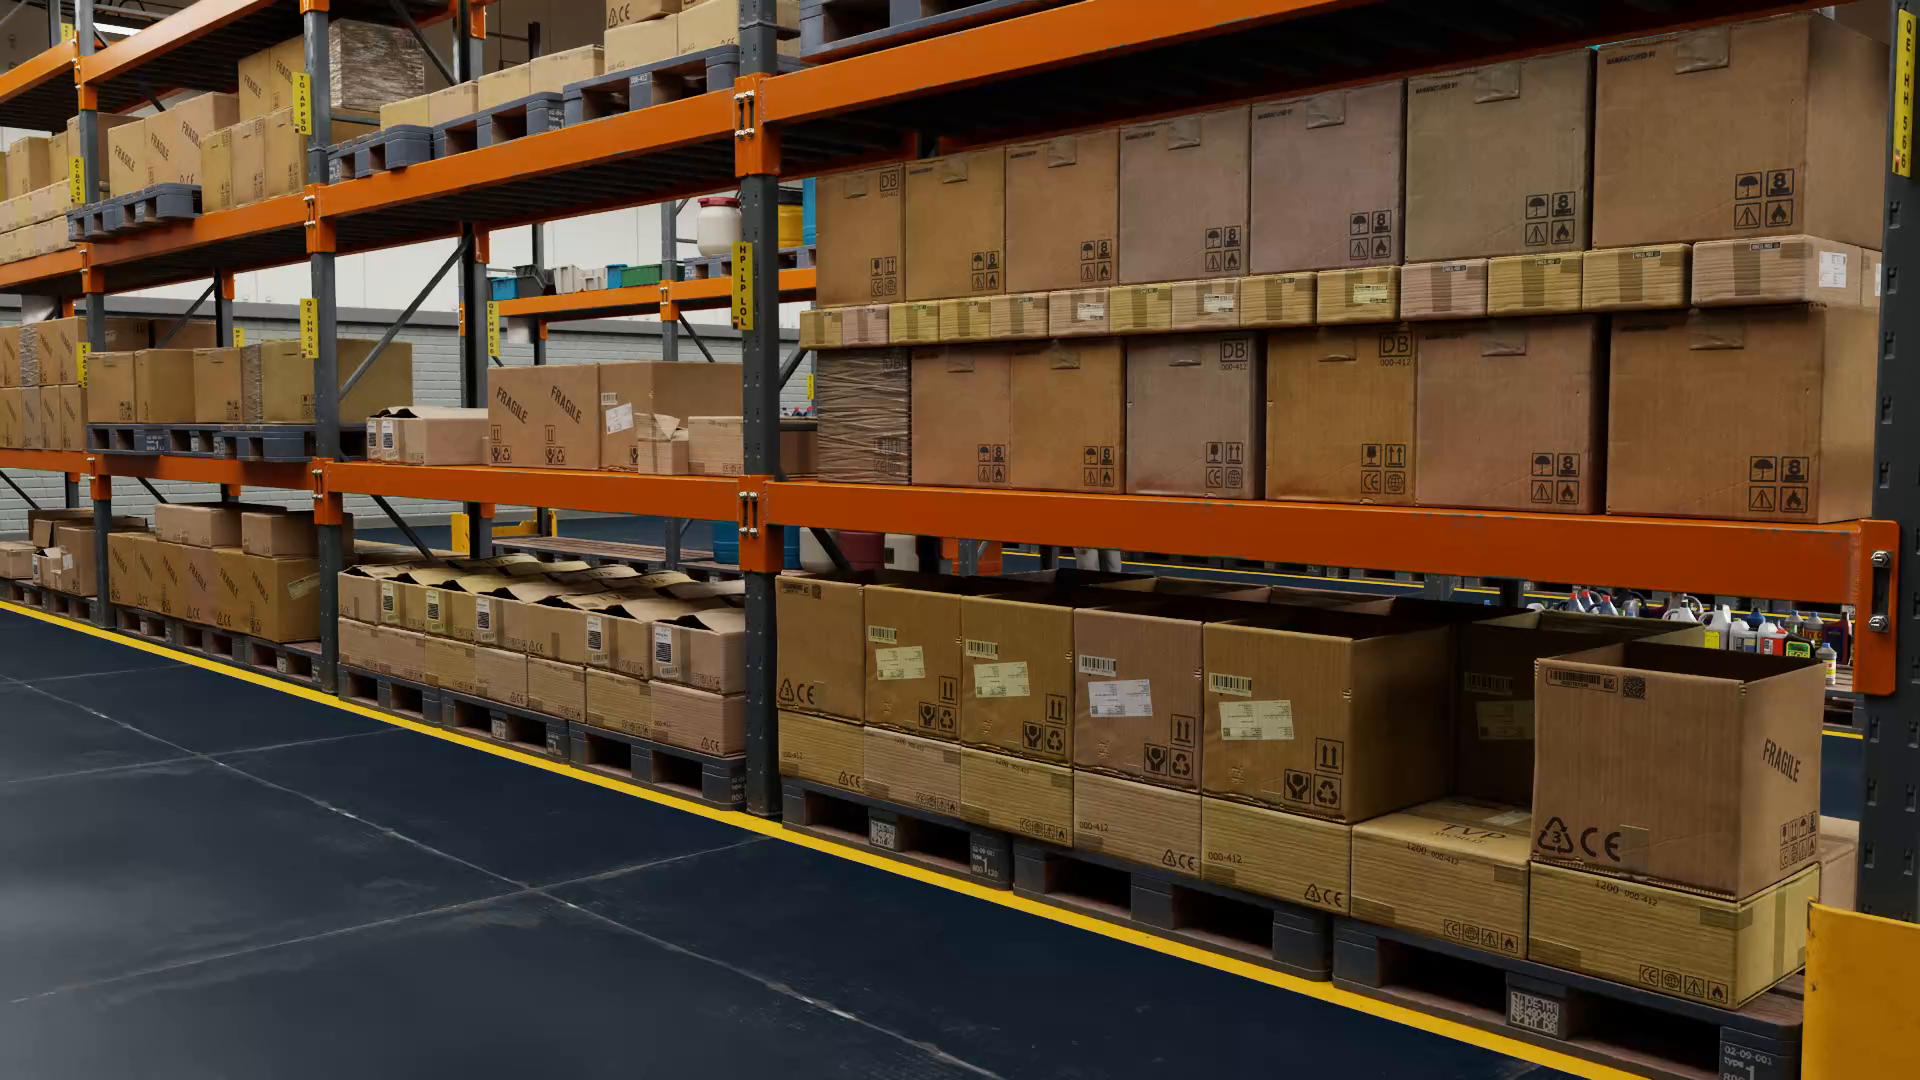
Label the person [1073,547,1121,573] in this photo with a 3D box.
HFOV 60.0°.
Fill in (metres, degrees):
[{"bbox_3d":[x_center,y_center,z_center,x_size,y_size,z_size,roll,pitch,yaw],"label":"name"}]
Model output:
[{"bbox_3d":[0.884,-0.027,10.655,0.349,1.592,0.480,4,6,42],"label":"person"}]
